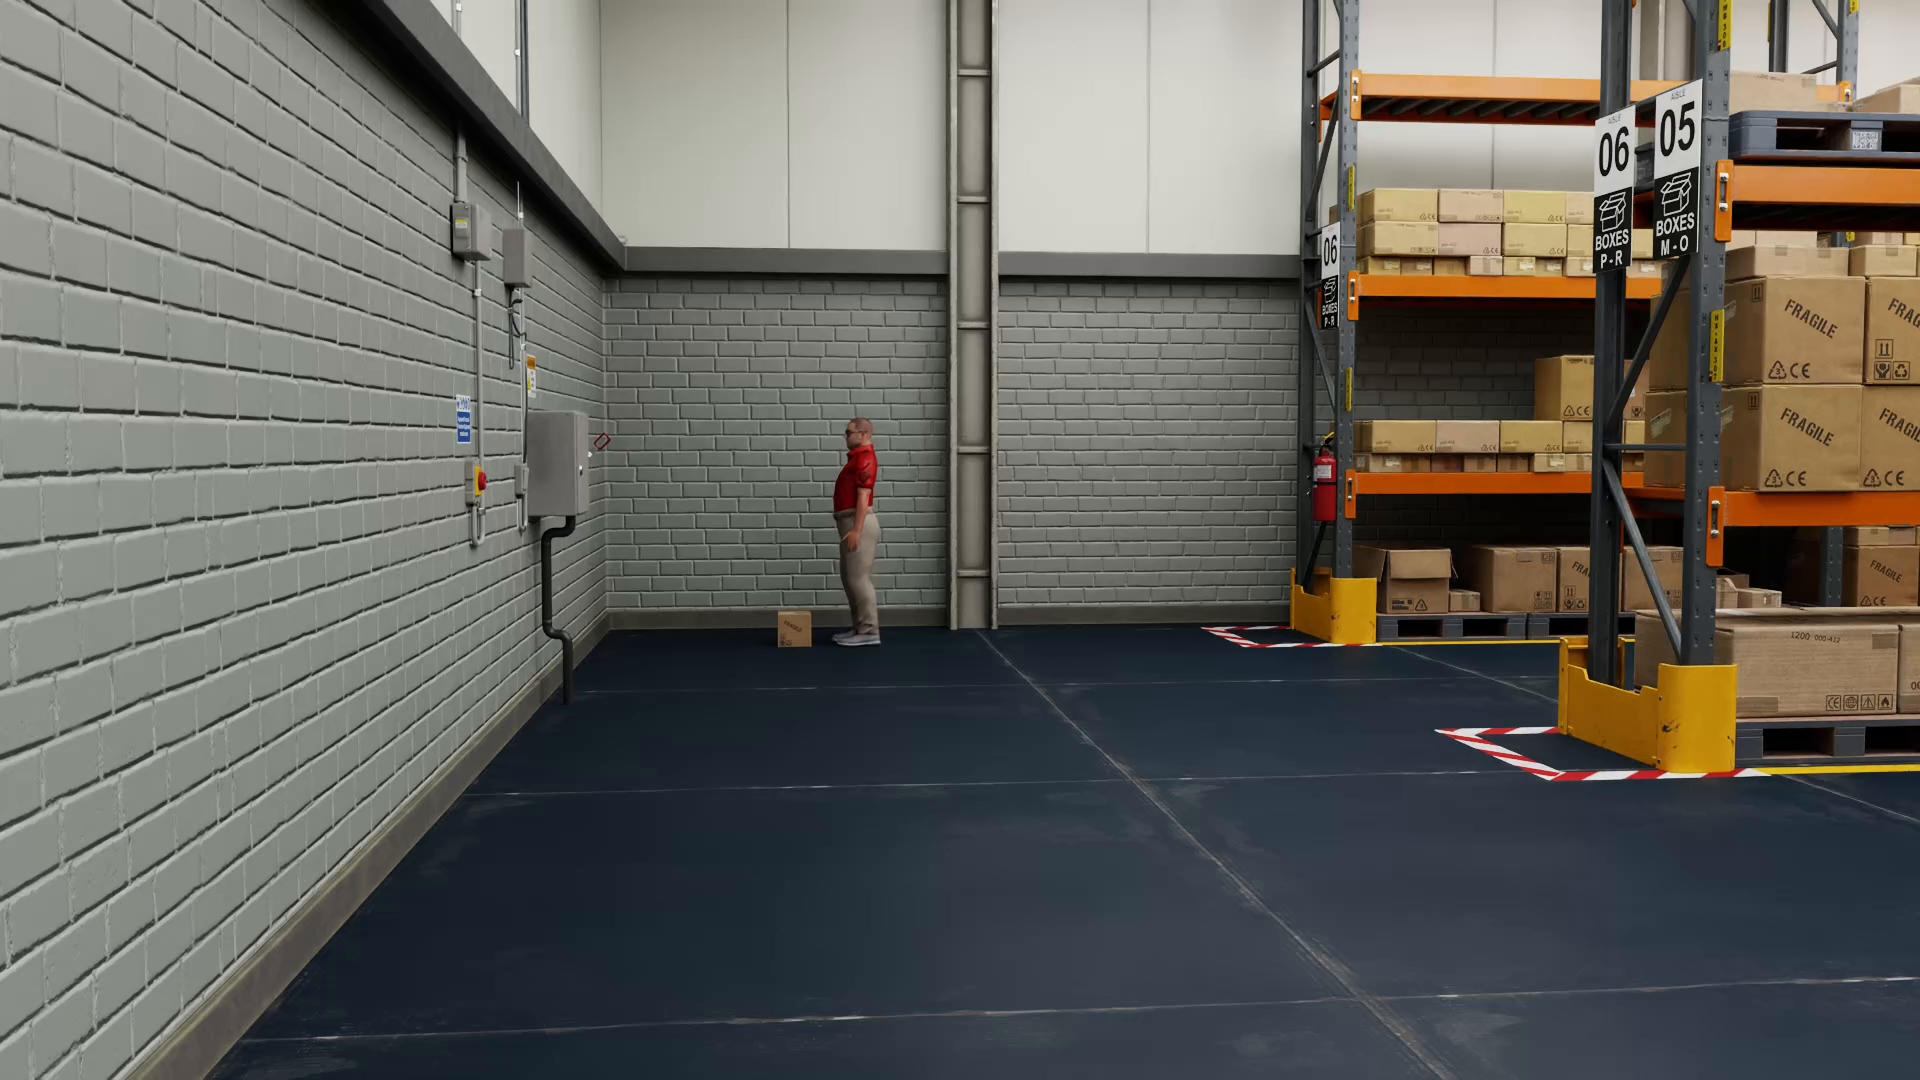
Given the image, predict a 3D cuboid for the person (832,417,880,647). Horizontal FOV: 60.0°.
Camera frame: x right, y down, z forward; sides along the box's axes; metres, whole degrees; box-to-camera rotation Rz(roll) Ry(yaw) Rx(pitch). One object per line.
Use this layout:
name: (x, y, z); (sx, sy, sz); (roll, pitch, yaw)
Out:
person: (-0.790, -0.065, 12.588); (0.366, 1.725, 0.527); (0, 3, -5)
